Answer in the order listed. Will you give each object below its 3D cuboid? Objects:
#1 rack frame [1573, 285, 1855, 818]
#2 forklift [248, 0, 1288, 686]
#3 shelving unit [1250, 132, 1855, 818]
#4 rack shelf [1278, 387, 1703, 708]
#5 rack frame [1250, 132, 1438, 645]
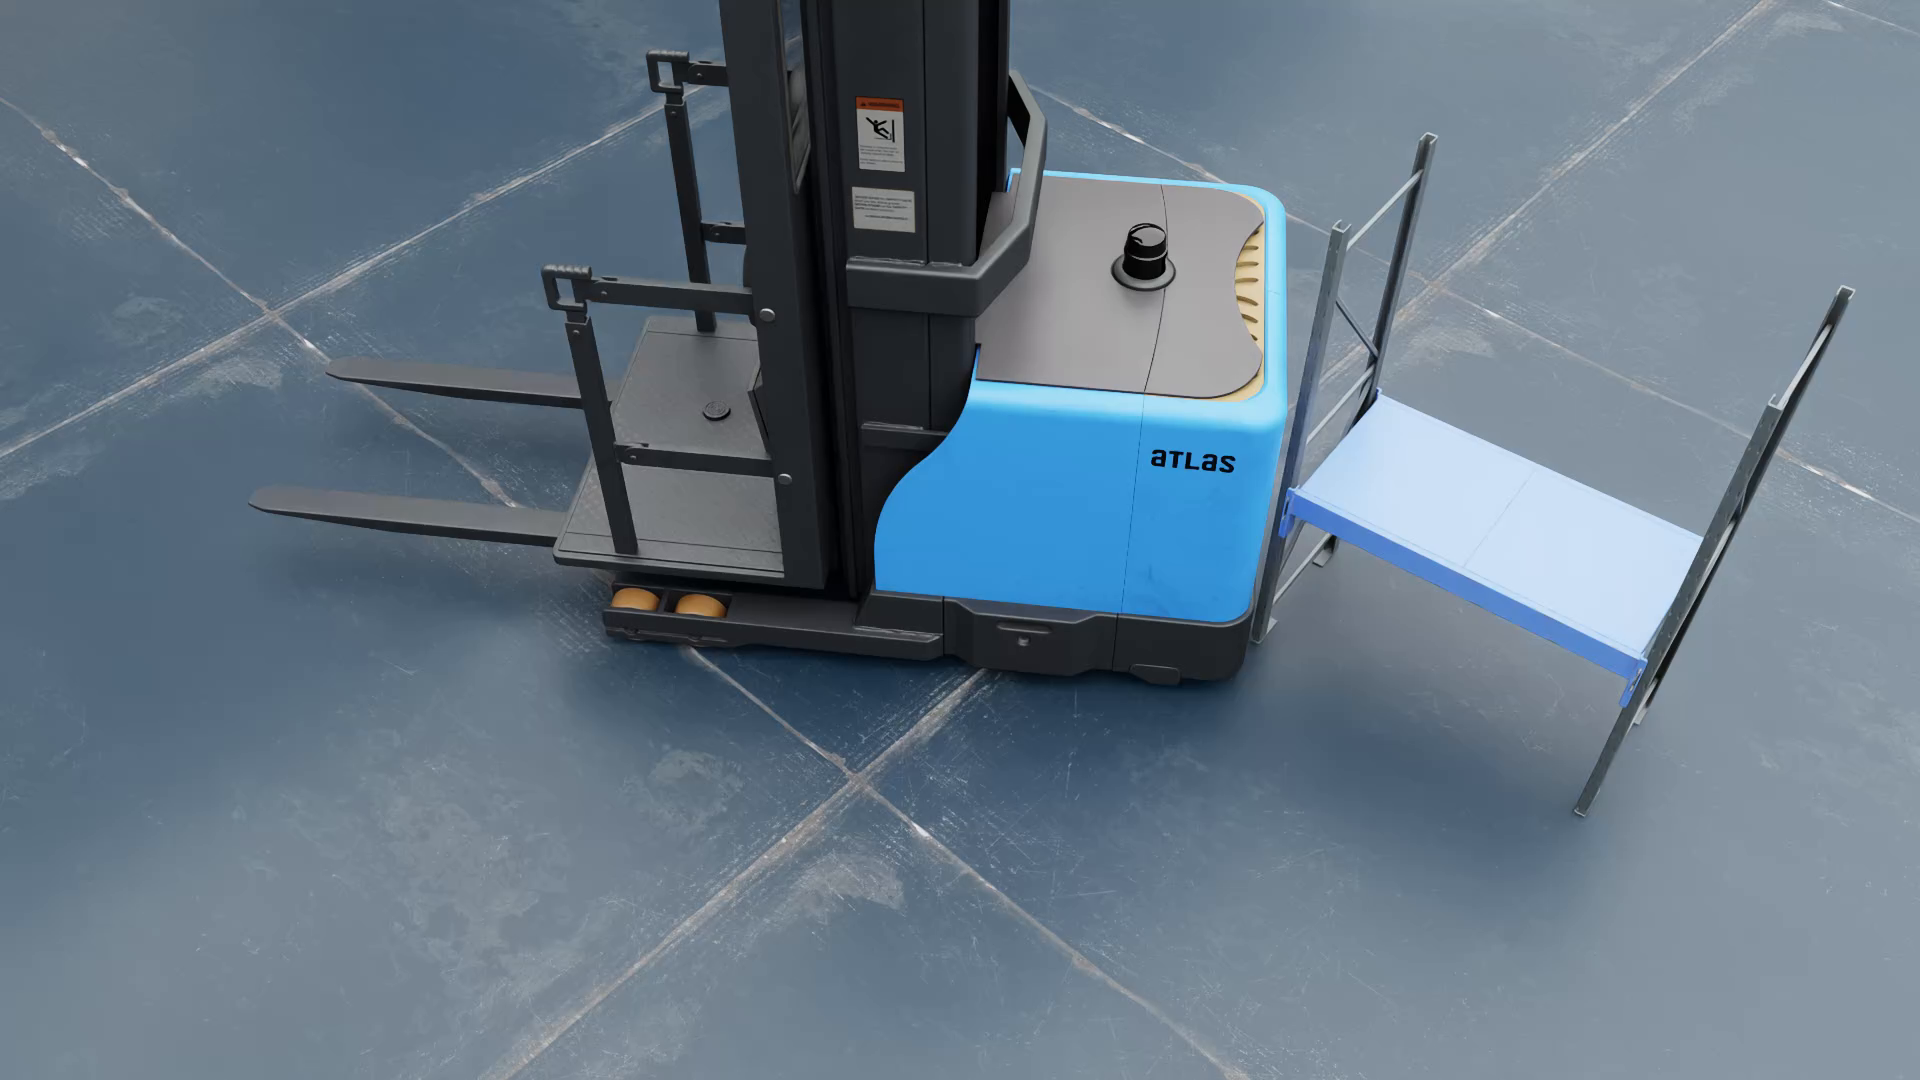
[{"bbox_3d":[1.841,0.093,4.134,0.032,1.500,0.500,29,53,24],"label":"rack frame"},{"bbox_3d":[-0.621,-1.062,4.236,3.031,2.935,1.130,5,47,5],"label":"forklift"},{"bbox_3d":[1.435,-0.130,4.343,1.048,1.500,0.538,29,53,24],"label":"shelving unit"},{"bbox_3d":[1.435,-0.007,4.474,1.000,0.185,0.538,29,53,24],"label":"rack shelf"},{"bbox_3d":[1.028,-0.353,4.552,0.032,1.500,0.500,29,53,24],"label":"rack frame"}]
